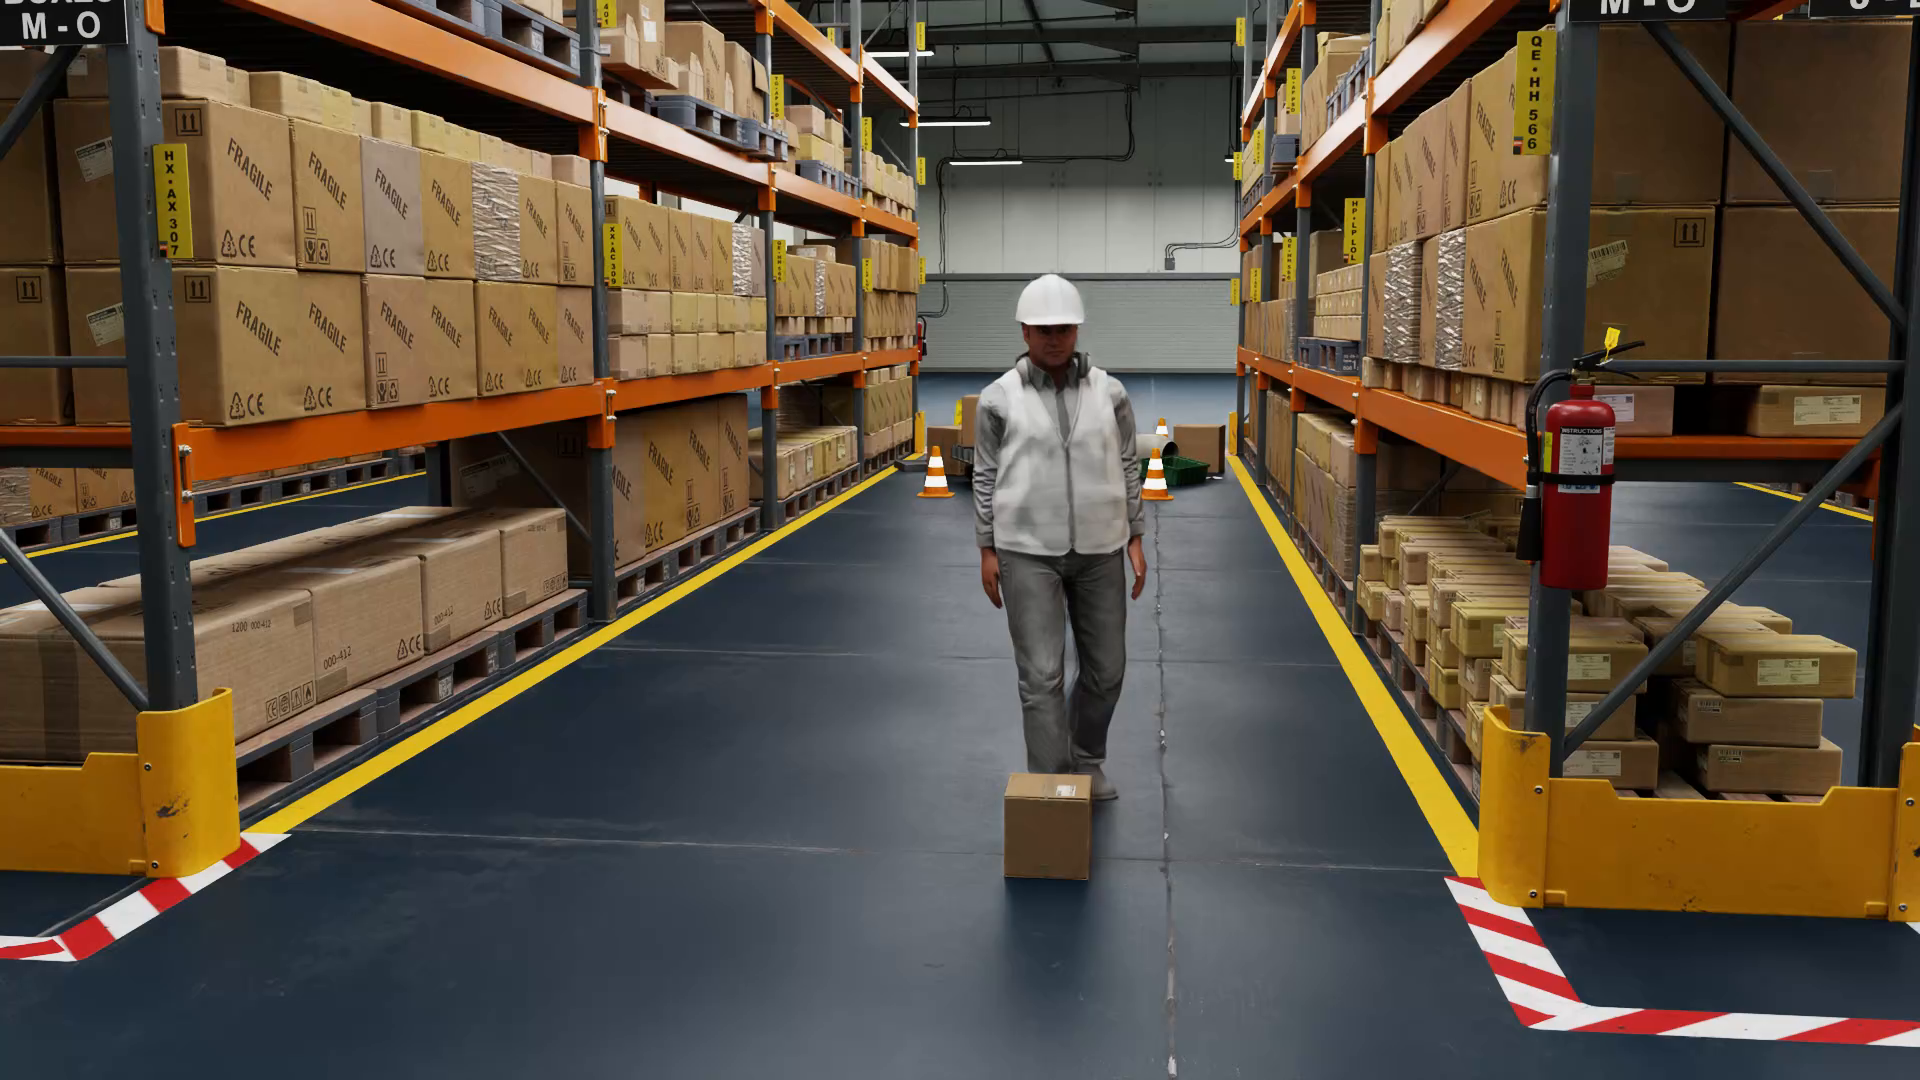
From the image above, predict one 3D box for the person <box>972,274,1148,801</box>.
[{"bbox_3d":[0.337,0.041,5.330,0.561,1.768,0.698,-1,8,-10],"label":"person"}]
